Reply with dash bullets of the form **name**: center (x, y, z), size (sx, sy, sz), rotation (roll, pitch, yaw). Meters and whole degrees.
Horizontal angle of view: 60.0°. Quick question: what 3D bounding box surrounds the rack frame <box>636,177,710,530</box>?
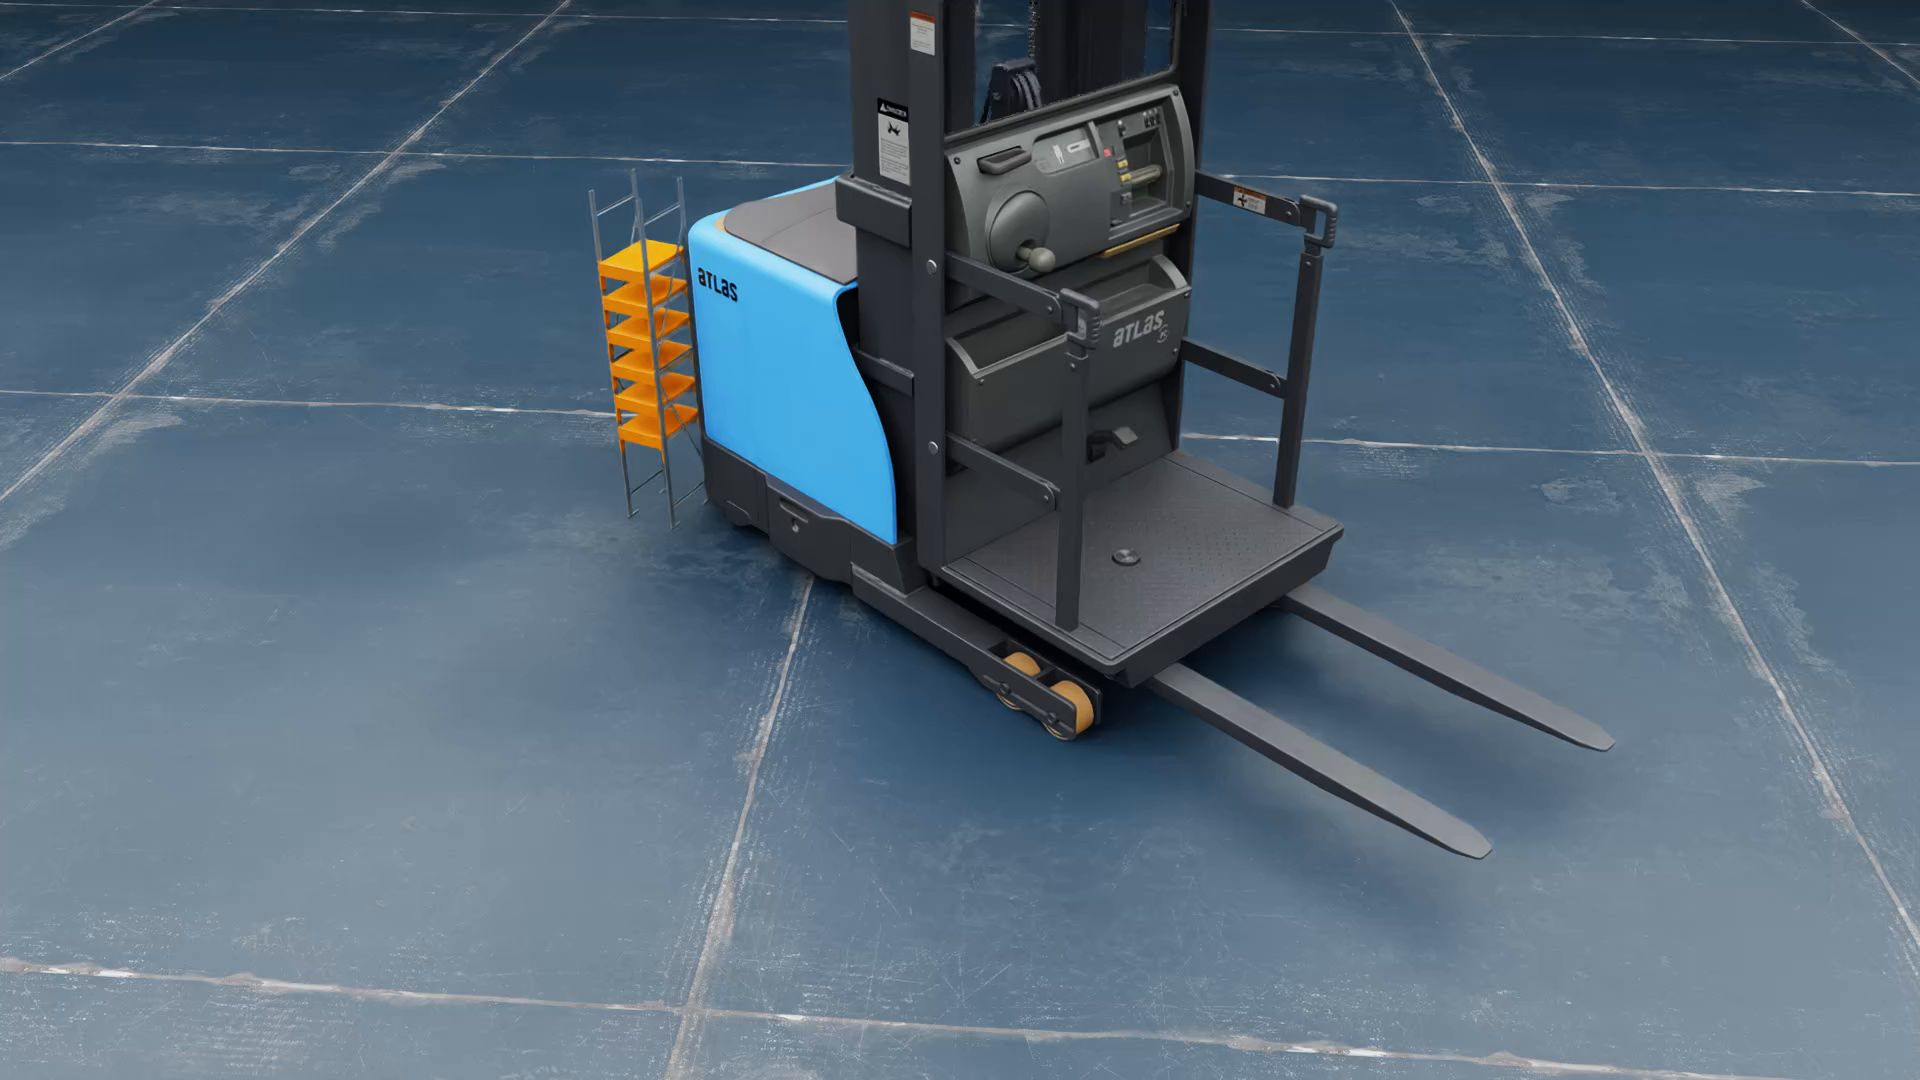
- **rack frame**: center (-0.953, -0.603, 5.585), size (0.006, 1.200, 0.240), rotation (15, 35, 22)

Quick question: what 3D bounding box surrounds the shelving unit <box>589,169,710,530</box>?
- **shelving unit**: center (-1.035, -0.624, 5.619), size (0.189, 1.200, 0.258), rotation (15, 35, 22)

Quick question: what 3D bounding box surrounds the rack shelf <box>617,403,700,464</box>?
- **rack shelf**: center (-1.035, -0.382, 5.769), size (0.180, 0.103, 0.258), rotation (15, 35, 22)

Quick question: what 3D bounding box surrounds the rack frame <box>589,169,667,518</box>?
- **rack frame**: center (-1.117, -0.646, 5.654), size (0.006, 1.200, 0.240), rotation (15, 35, 22)

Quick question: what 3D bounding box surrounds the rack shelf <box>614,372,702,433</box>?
- **rack shelf**: center (-1.035, -0.484, 5.706), size (0.180, 0.103, 0.258), rotation (15, 35, 22)

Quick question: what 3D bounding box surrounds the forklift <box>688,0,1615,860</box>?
- **forklift**: center (0.477, -0.977, 4.541), size (1.130, 2.935, 3.031), rotation (-26, 40, -36)

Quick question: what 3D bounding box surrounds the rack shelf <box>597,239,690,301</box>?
- **rack shelf**: center (-1.035, -0.893, 5.454), size (0.180, 0.103, 0.258), rotation (15, 35, 22)

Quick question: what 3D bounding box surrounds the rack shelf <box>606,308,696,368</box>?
- **rack shelf**: center (-1.035, -0.689, 5.580), size (0.180, 0.103, 0.258), rotation (15, 35, 22)

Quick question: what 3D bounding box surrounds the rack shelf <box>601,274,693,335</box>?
- **rack shelf**: center (-1.035, -0.791, 5.517), size (0.180, 0.103, 0.258), rotation (15, 35, 22)

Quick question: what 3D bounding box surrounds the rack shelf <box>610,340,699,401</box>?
- **rack shelf**: center (-1.035, -0.586, 5.643), size (0.180, 0.103, 0.258), rotation (15, 35, 22)
